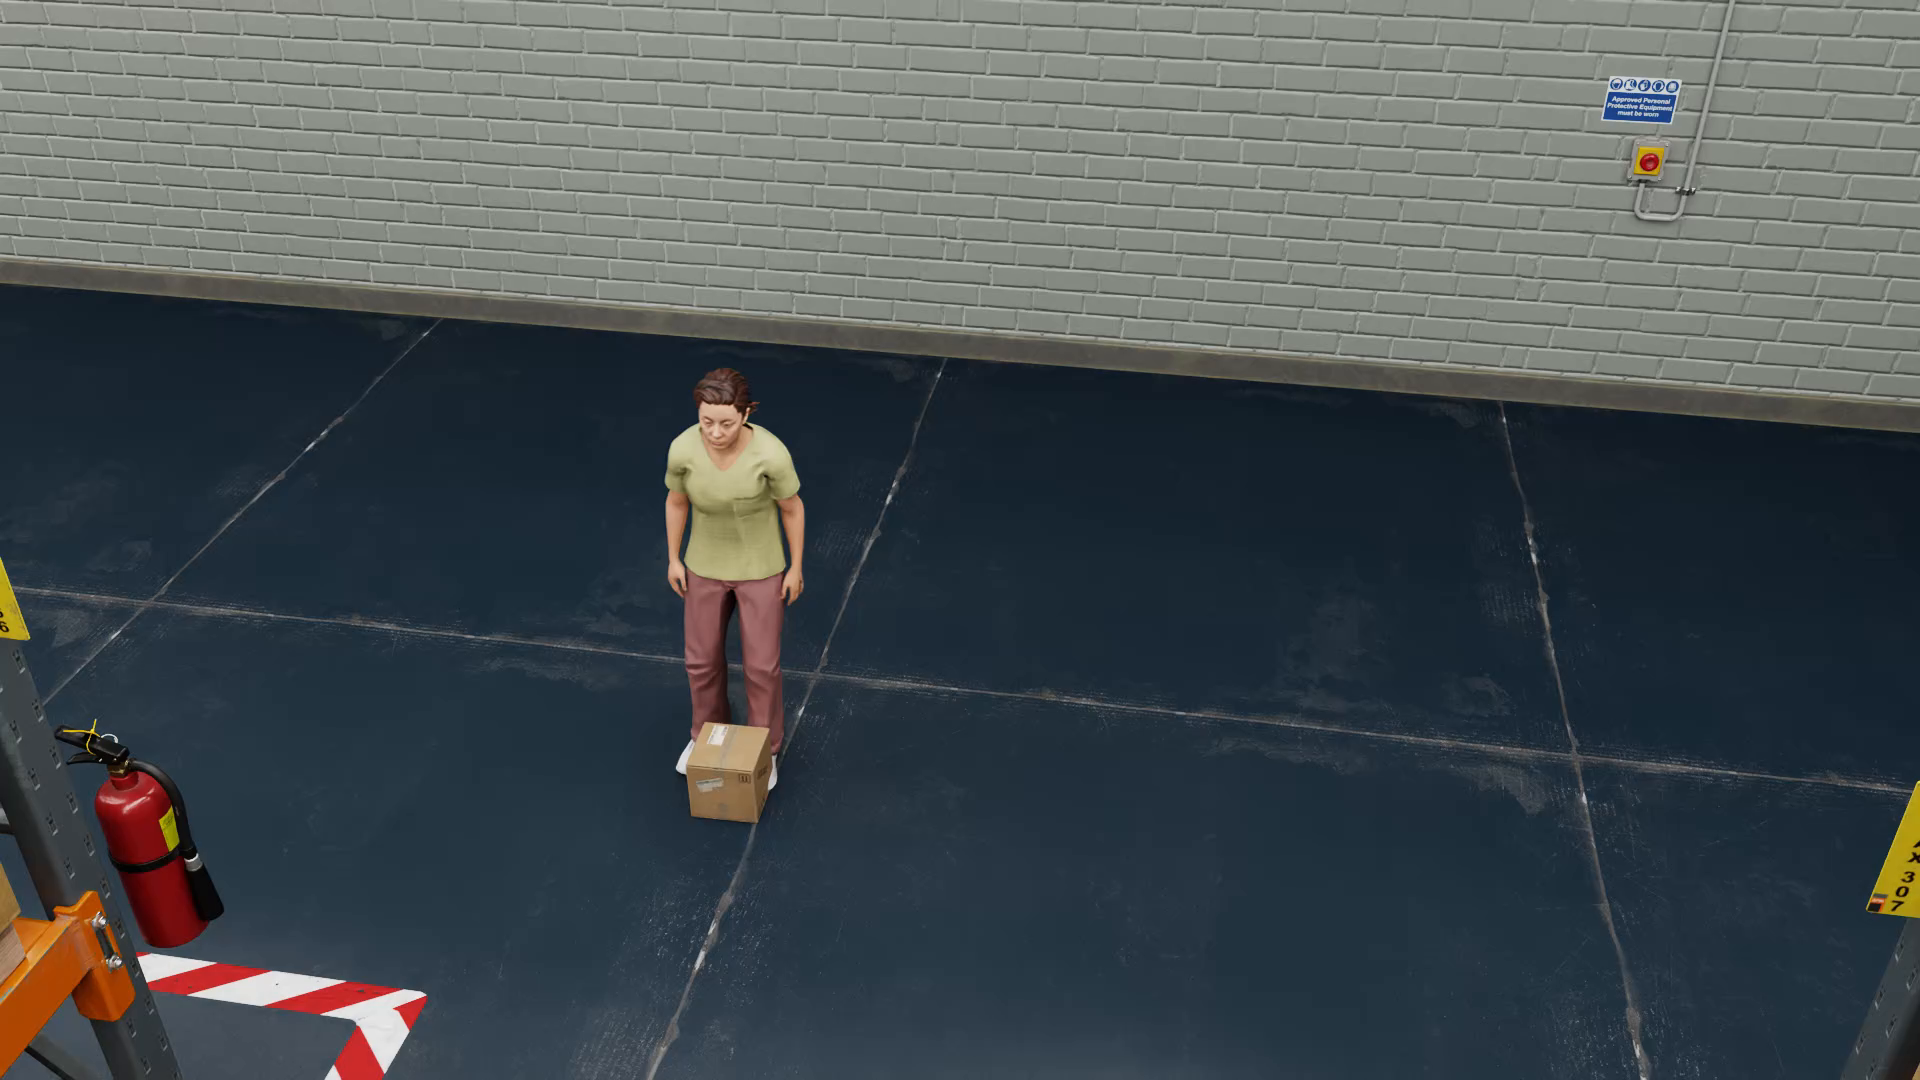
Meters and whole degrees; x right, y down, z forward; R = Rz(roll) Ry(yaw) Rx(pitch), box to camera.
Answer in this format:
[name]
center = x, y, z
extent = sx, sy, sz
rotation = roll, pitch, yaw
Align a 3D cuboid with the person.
[person]
center = -0.811, 0.138, 5.924
extent = 0.509, 1.671, 0.416
rotation = 4, 33, 6
